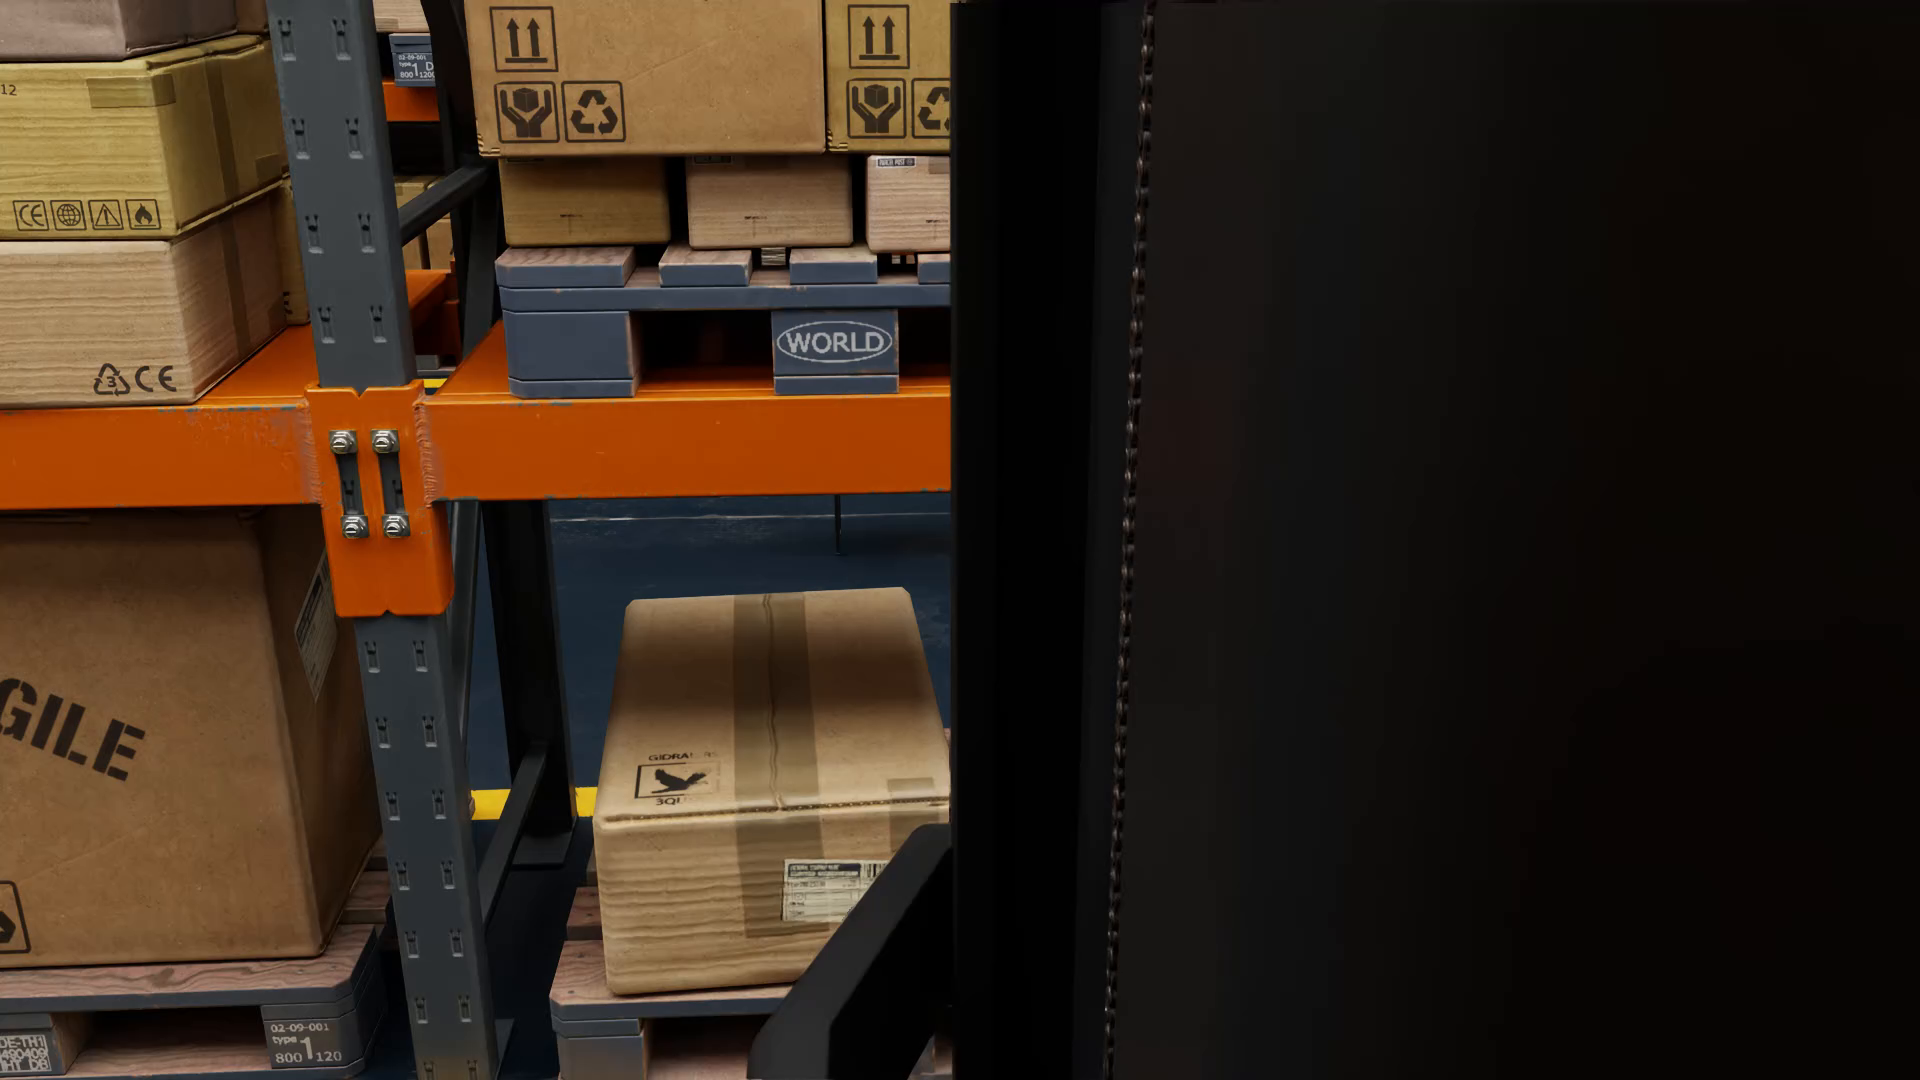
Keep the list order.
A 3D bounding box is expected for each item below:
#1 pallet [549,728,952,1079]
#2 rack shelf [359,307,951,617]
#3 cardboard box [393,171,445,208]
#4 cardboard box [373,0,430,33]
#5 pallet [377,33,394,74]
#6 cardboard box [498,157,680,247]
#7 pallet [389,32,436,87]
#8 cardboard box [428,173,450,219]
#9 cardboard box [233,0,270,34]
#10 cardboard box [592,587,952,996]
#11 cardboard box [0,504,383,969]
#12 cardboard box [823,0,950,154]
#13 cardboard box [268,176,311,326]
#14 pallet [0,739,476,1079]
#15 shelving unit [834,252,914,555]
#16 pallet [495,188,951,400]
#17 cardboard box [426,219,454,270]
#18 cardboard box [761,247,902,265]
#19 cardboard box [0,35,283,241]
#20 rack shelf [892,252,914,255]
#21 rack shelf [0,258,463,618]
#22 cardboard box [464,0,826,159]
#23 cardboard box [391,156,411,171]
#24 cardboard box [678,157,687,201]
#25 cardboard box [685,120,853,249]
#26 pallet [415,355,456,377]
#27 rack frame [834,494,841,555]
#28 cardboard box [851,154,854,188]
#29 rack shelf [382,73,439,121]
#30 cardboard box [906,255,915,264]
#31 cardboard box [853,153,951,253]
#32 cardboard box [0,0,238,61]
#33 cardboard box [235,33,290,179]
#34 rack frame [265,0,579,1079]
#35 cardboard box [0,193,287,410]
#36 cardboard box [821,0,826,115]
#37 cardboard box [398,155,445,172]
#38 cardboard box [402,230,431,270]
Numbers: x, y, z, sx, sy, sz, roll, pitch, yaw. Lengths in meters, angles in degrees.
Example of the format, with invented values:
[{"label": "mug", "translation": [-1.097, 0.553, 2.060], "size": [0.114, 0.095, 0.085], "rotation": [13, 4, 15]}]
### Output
[{"label": "pallet", "translation": [-0.150, 0.717, 3.440], "size": [1.213, 0.211, 1.003], "rotation": [-1, 21, -3]}, {"label": "rack shelf", "translation": [1.067, -0.275, 3.139], "size": [4.000, 0.370, 1.077], "rotation": [-1, 21, -3]}, {"label": "cardboard box", "translation": [-2.498, -1.570, 7.539], "size": [0.250, 0.149, 0.380], "rotation": [-1, 21, -1]}, {"label": "cardboard box", "translation": [-2.252, -2.324, 7.129], "size": [0.500, 0.250, 0.500], "rotation": [-2, 21, -6]}, {"label": "pallet", "translation": [-3.158, -2.203, 7.461], "size": [1.213, 0.211, 1.003], "rotation": [-1, 21, -3]}, {"label": "cardboard box", "translation": [-0.595, -0.590, 2.718], "size": [0.250, 0.149, 0.380], "rotation": [-2, 21, -6]}, {"label": "pallet", "translation": [-1.890, -2.205, 7.468], "size": [1.003, 0.211, 1.213], "rotation": [-1, 21, -3]}, {"label": "cardboard box", "translation": [-2.232, -1.559, 7.511], "size": [0.250, 0.149, 0.380], "rotation": [-2, 21, -5]}, {"label": "cardboard box", "translation": [-1.436, -1.161, 2.910], "size": [0.500, 0.500, 0.500], "rotation": [-2, 21, -5]}, {"label": "cardboard box", "translation": [-0.365, 0.453, 3.318], "size": [0.625, 0.372, 0.950], "rotation": [-3, 21, -7]}, {"label": "cardboard box", "translation": [-1.624, 0.211, 3.248], "size": [0.875, 0.875, 0.875], "rotation": [-1, 21, -4]}, {"label": "cardboard box", "translation": [0.052, -0.893, 2.601], "size": [0.500, 0.500, 0.500], "rotation": [0, 21, 0]}, {"label": "cardboard box", "translation": [-1.433, -0.580, 3.139], "size": [0.500, 0.250, 0.500], "rotation": [-2, 21, -4]}, {"label": "pallet", "translation": [-1.722, 0.722, 3.428], "size": [1.213, 0.211, 1.003], "rotation": [-1, 21, -3]}, {"label": "shelving unit", "translation": [-0.165, -0.557, 5.399], "size": [0.503, 1.200, 0.258], "rotation": [-1, 21, -3]}, {"label": "pallet", "translation": [-0.225, -0.533, 3.075], "size": [1.003, 0.211, 1.213], "rotation": [-1, 21, -3]}, {"label": "cardboard box", "translation": [-2.127, -1.270, 7.665], "size": [0.500, 0.500, 0.500], "rotation": [-1, 21, -4]}, {"label": "cardboard box", "translation": [-0.594, -1.428, 7.903], "size": [0.625, 0.625, 0.875], "rotation": [-1, 21, -1]}, {"label": "cardboard box", "translation": [-1.399, -0.634, 2.579], "size": [0.500, 0.250, 0.500], "rotation": [-1, 21, -3]}, {"label": "rack shelf", "translation": [-0.165, -0.925, 5.259], "size": [0.480, 0.148, 0.258], "rotation": [-1, 21, -3]}, {"label": "rack shelf", "translation": [-2.927, -0.194, 2.925], "size": [4.000, 0.370, 1.077], "rotation": [-1, 21, -3]}, {"label": "cardboard box", "translation": [-0.468, -0.880, 2.567], "size": [0.500, 0.500, 0.500], "rotation": [-2, 21, -5]}, {"label": "cardboard box", "translation": [-2.801, -1.741, 7.988], "size": [0.250, 0.149, 0.380], "rotation": [-2, 21, -4]}, {"label": "cardboard box", "translation": [-0.616, -0.740, 3.111], "size": [0.250, 0.149, 0.380], "rotation": [0, 21, -1]}, {"label": "cardboard box", "translation": [-0.311, -0.584, 2.702], "size": [0.250, 0.149, 0.380], "rotation": [-2, 21, -6]}, {"label": "pallet", "translation": [-1.965, -1.029, 8.027], "size": [1.213, 0.211, 1.003], "rotation": [-1, 21, -3]}, {"label": "rack frame", "translation": [-0.409, -0.552, 5.386], "size": [0.015, 1.200, 0.240], "rotation": [-1, 21, -3]}, {"label": "cardboard box", "translation": [-0.104, -0.792, 3.248], "size": [0.250, 0.149, 0.380], "rotation": [-1, 21, -4]}, {"label": "rack shelf", "translation": [-3.214, -1.957, 7.556], "size": [4.000, 0.370, 1.077], "rotation": [-1, 21, -3]}, {"label": "cardboard box", "translation": [0.058, -1.444, 7.946], "size": [0.625, 0.625, 0.875], "rotation": [0, 21, -1]}, {"label": "cardboard box", "translation": [-0.035, -0.573, 2.673], "size": [0.250, 0.149, 0.380], "rotation": [-3, 21, -7]}, {"label": "cardboard box", "translation": [-1.431, -0.981, 2.437], "size": [0.500, 0.500, 0.500], "rotation": [-2, 21, -5]}, {"label": "cardboard box", "translation": [-1.450, -0.812, 3.045], "size": [0.500, 0.250, 0.500], "rotation": [-1, 21, -3]}, {"label": "rack frame", "translation": [-0.930, -0.571, 2.904], "size": [0.127, 3.000, 1.000], "rotation": [-1, 21, -3]}, {"label": "cardboard box", "translation": [-1.420, -0.398, 2.661], "size": [0.500, 0.250, 0.500], "rotation": [-2, 21, -5]}, {"label": "cardboard box", "translation": [-0.492, -1.061, 3.042], "size": [0.500, 0.500, 0.500], "rotation": [-2, 21, -5]}, {"label": "cardboard box", "translation": [-2.543, -1.763, 8.048], "size": [0.250, 0.149, 0.380], "rotation": [-2, 21, -6]}, {"label": "cardboard box", "translation": [-2.650, -1.259, 7.635], "size": [0.500, 0.500, 0.500], "rotation": [0, 21, -1]}]
